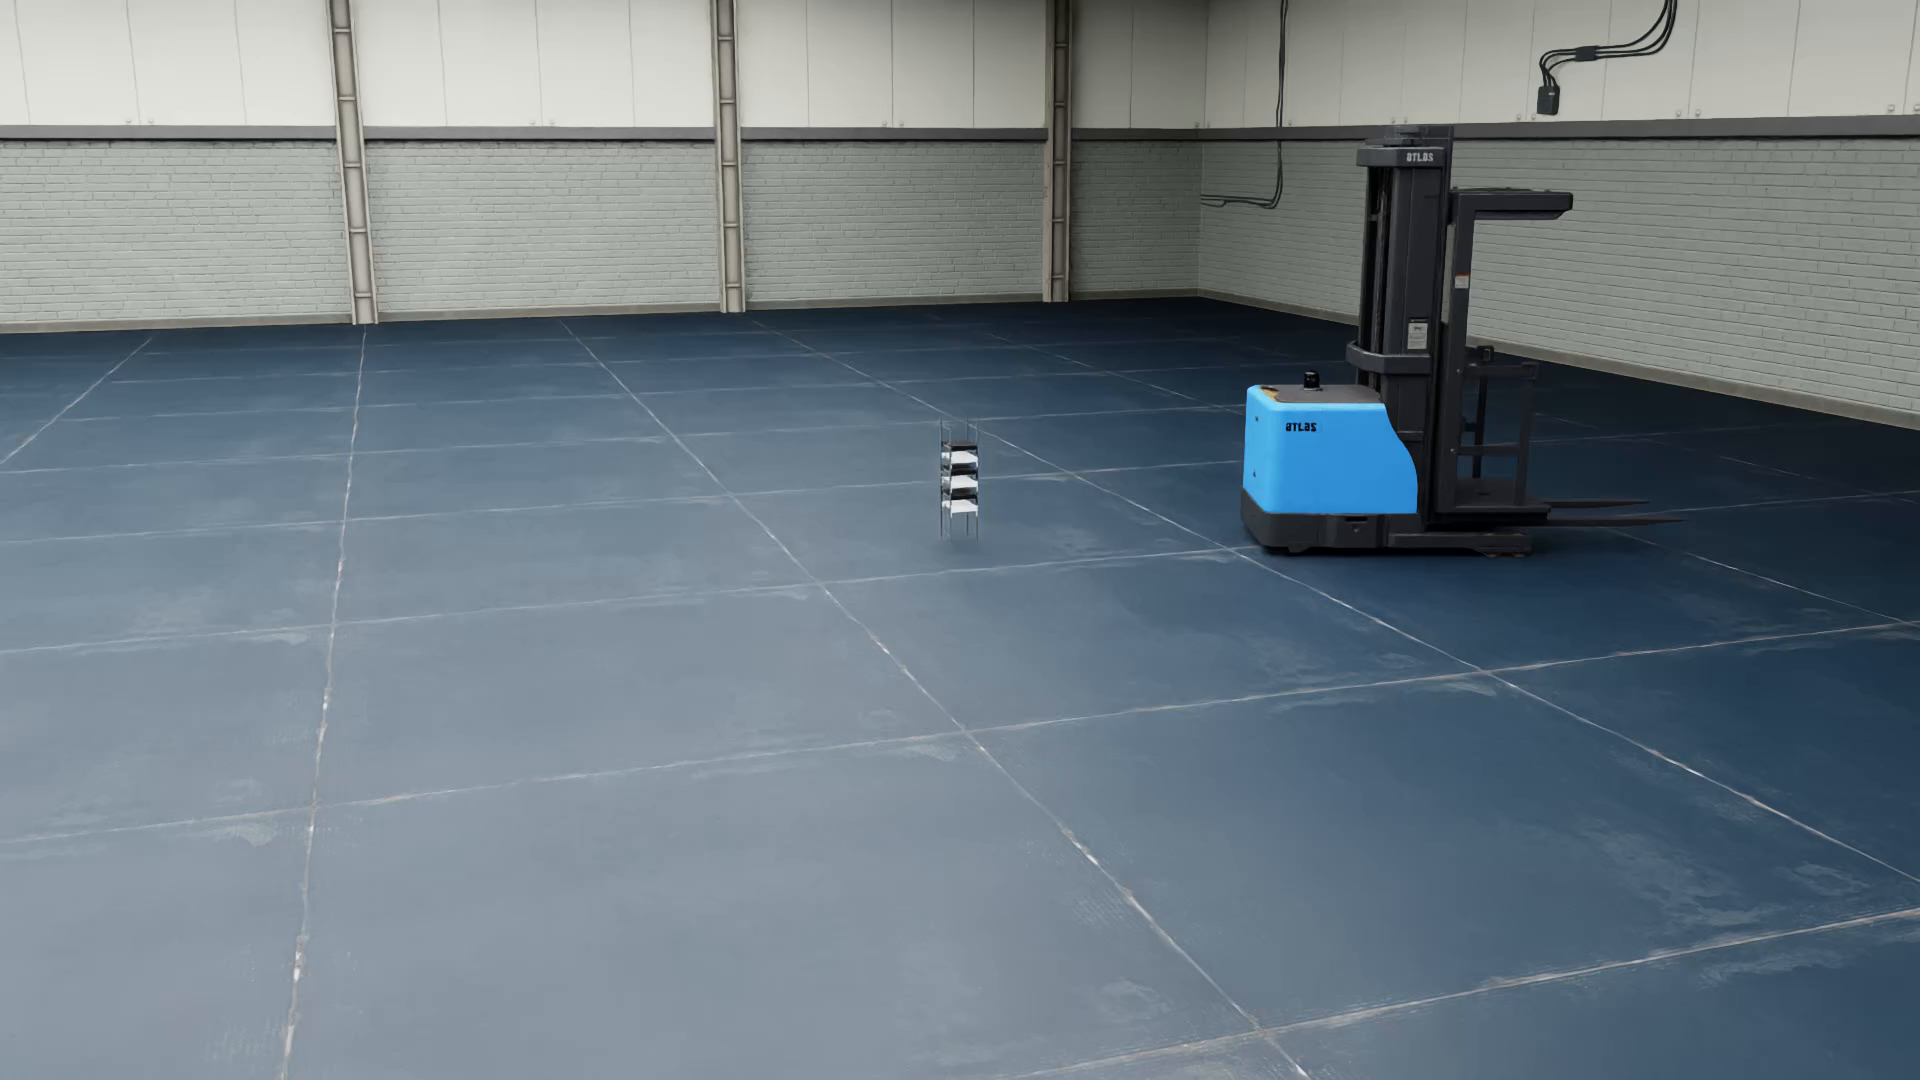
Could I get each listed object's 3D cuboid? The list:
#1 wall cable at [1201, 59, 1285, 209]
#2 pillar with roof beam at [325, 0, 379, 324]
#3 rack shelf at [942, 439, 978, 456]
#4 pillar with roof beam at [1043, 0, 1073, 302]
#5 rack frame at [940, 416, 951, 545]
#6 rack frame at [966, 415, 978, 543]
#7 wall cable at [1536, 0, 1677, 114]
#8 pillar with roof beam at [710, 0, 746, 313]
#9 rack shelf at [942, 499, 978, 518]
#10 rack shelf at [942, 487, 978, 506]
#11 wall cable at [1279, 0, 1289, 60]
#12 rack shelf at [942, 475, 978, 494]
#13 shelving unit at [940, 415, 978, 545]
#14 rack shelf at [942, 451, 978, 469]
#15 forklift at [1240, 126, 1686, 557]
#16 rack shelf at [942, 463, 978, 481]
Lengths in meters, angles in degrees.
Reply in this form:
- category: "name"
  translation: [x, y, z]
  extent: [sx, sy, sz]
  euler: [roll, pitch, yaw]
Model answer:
- category: "wall cable"
  translation: [4.971, -7.192, 29.642]
  extent: [0.112, 2.526, 3.097]
  euler: [-4, 14, -18]
- category: "pillar with roof beam"
  translation: [-8.243, -6.945, 21.895]
  extent: [0.400, 9.000, 9.100]
  euler: [-4, 14, -18]
- category: "rack shelf"
  translation: [-0.008, -0.667, 11.981]
  extent: [0.200, 0.077, 0.258]
  euler: [-4, 14, -18]
- category: "pillar with roof beam"
  translation: [3.131, -7.831, 25.619]
  extent: [0.400, 9.000, 9.100]
  euler: [-4, 14, -18]
- category: "rack frame"
  translation: [-0.104, -0.430, 12.005]
  extent: [0.006, 0.900, 0.240]
  euler: [-4, 14, -18]
- category: "rack frame"
  translation: [0.089, -0.445, 12.068]
  extent: [0.006, 0.900, 0.240]
  euler: [-4, 14, -18]
- category: "wall cable"
  translation: [7.984, -8.274, 20.131]
  extent: [0.169, 6.003, 2.305]
  euler: [-4, 14, -18]
- category: "pillar with roof beam"
  translation: [-2.556, -7.388, 23.757]
  extent: [0.400, 9.000, 9.100]
  euler: [-4, 14, -18]
- category: "rack shelf"
  translation: [-0.008, -0.230, 12.086]
  extent: [0.200, 0.077, 0.258]
  euler: [-4, 14, -18]
- category: "rack shelf"
  translation: [-0.008, -0.317, 12.065]
  extent: [0.200, 0.077, 0.258]
  euler: [-4, 14, -18]
- category: "wall cable"
  translation: [5.834, -9.056, 26.563]
  extent: [0.112, 2.526, 3.097]
  euler: [-4, 14, -18]
- category: "rack shelf"
  translation: [-0.008, -0.405, 12.044]
  extent: [0.200, 0.077, 0.258]
  euler: [-4, 14, -18]
- category: "shelving unit"
  translation: [-0.008, -0.437, 12.036]
  extent: [0.210, 0.900, 0.258]
  euler: [-4, 14, -18]
- category: "rack shelf"
  translation: [-0.008, -0.580, 12.002]
  extent: [0.200, 0.077, 0.258]
  euler: [-4, 14, -18]
- category: "forklift"
  translation: [3.630, -1.429, 11.815]
  extent: [3.031, 2.935, 1.130]
  euler: [0, 13, 0]
- category: "rack shelf"
  translation: [-0.008, -0.492, 12.023]
  extent: [0.200, 0.077, 0.258]
  euler: [-4, 14, -18]
